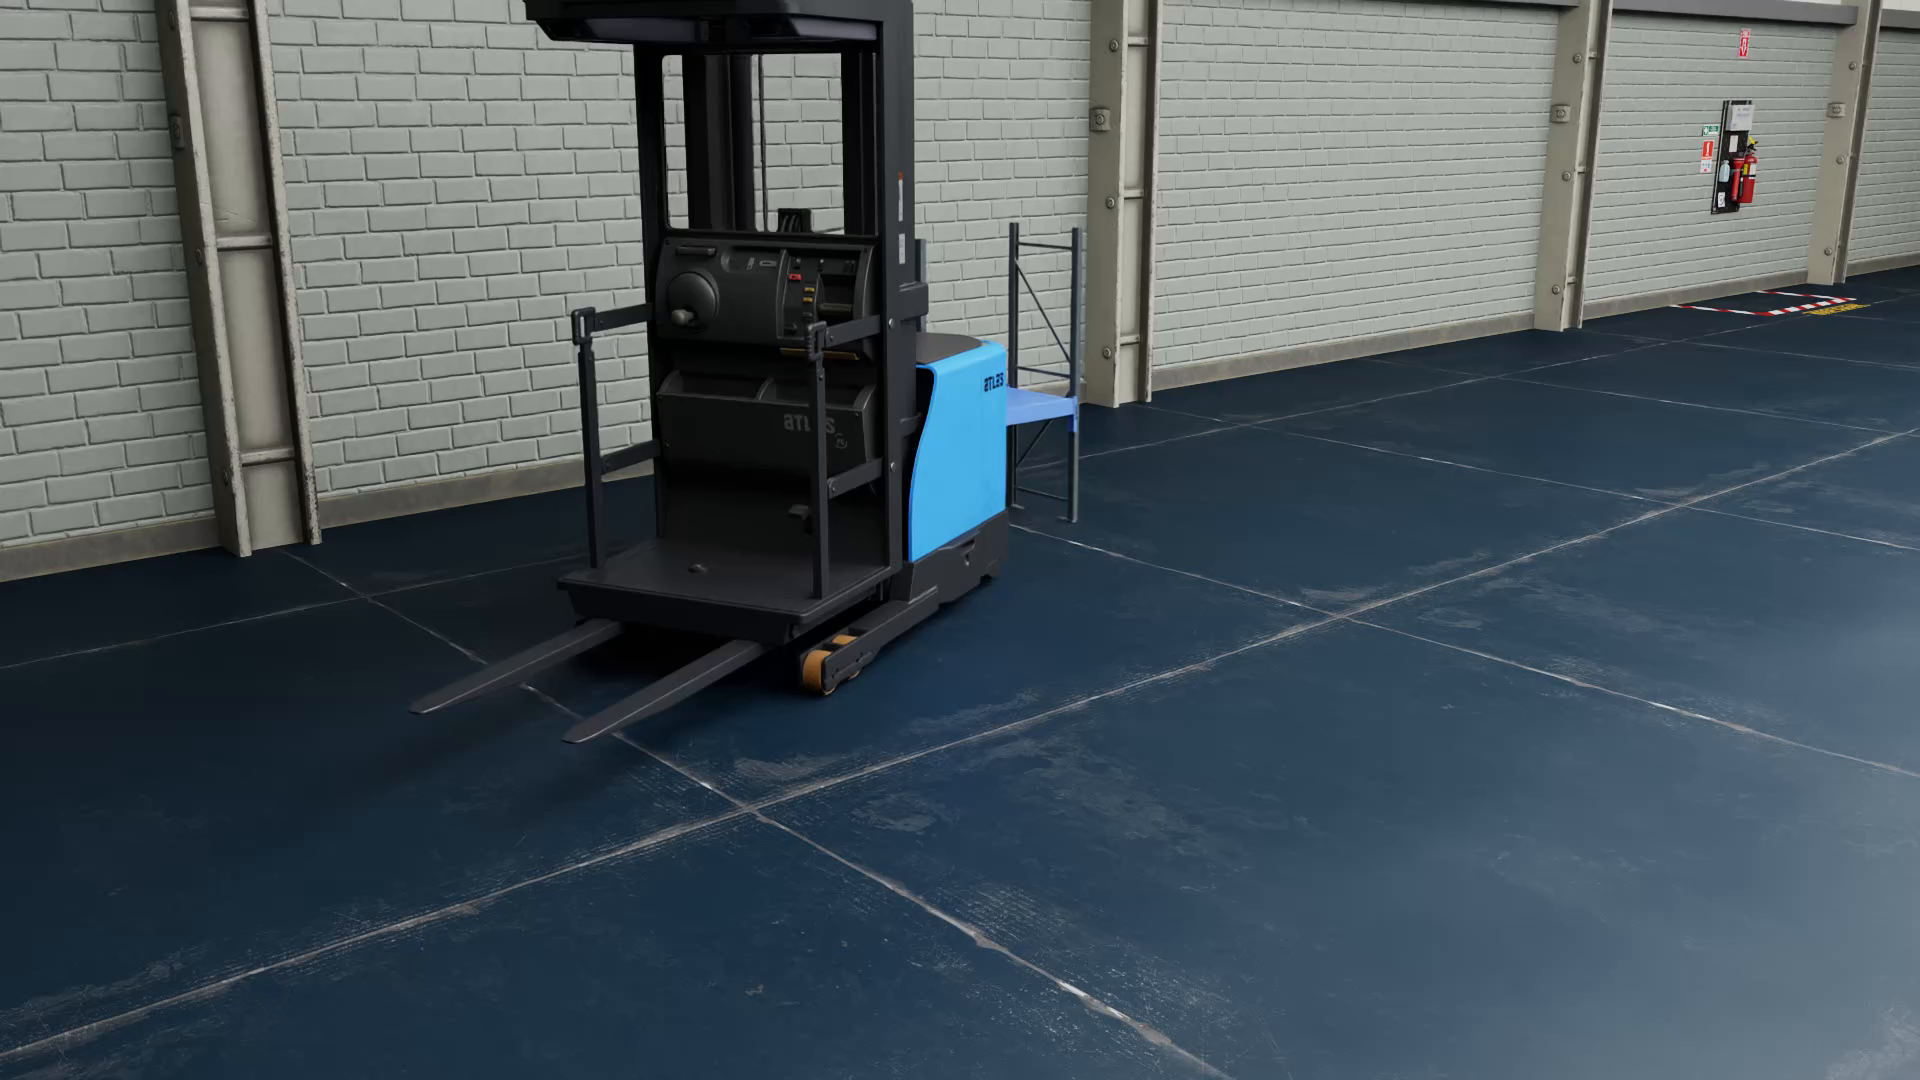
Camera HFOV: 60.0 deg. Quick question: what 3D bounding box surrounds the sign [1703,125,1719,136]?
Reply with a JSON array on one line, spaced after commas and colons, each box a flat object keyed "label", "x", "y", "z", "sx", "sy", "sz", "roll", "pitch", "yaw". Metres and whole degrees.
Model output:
[{"label": "sign", "x": 7.822, "y": -4.268, "z": 17.318, "sx": 0.331, "sy": 0.109, "sz": 0.001, "roll": -13, "pitch": 19, "yaw": -39}]

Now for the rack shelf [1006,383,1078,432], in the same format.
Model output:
[{"label": "rack shelf", "x": 0.048, "y": -0.603, "z": 8.299, "sx": 1.000, "sy": 0.185, "sz": 0.538, "roll": -13, "pitch": 20, "yaw": -40}]

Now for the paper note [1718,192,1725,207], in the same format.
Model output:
[{"label": "paper note", "x": 8.119, "y": -3.627, "z": 17.722, "sx": 0.142, "sy": 0.148, "sz": 0.016, "roll": -13, "pitch": 19, "yaw": -39}]

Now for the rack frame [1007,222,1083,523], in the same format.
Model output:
[{"label": "rack frame", "x": 0.430, "y": -0.864, "z": 8.577, "sx": 0.032, "sy": 1.500, "sz": 0.500, "roll": -13, "pitch": 20, "yaw": -40}]

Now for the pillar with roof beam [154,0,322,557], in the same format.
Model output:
[{"label": "pillar with roof beam", "x": -0.566, "y": -3.491, "z": 3.882, "sx": 0.400, "sy": 9.000, "sz": 9.100, "roll": -13, "pitch": 19, "yaw": -39}]

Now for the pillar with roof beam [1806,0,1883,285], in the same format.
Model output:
[{"label": "pillar with roof beam", "x": 13.013, "y": -6.540, "z": 15.298, "sx": 0.400, "sy": 9.000, "sz": 9.100, "roll": -13, "pitch": 19, "yaw": -39}]

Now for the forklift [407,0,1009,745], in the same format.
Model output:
[{"label": "forklift", "x": -0.847, "y": -0.973, "z": 6.213, "sx": 1.130, "sy": 2.935, "sz": 3.031, "roll": 7, "pitch": 16, "yaw": 23}]

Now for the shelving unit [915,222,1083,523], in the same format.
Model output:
[{"label": "shelving unit", "x": 0.048, "y": -0.777, "z": 8.253, "sx": 1.048, "sy": 1.500, "sz": 0.538, "roll": -13, "pitch": 20, "yaw": -40}]

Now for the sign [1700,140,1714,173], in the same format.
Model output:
[{"label": "sign", "x": 7.813, "y": -4.012, "z": 17.390, "sx": 0.234, "sy": 0.329, "sz": 0.001, "roll": -13, "pitch": 19, "yaw": -39}]

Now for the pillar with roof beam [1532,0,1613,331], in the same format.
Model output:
[{"label": "pillar with roof beam", "x": 8.486, "y": -5.524, "z": 11.492, "sx": 0.400, "sy": 9.000, "sz": 9.100, "roll": -13, "pitch": 19, "yaw": -39}]

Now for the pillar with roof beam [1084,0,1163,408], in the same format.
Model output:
[{"label": "pillar with roof beam", "x": 3.960, "y": -4.507, "z": 7.687, "sx": 0.400, "sy": 9.000, "sz": 9.100, "roll": -13, "pitch": 19, "yaw": -39}]

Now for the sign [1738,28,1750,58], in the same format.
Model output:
[{"label": "sign", "x": 8.226, "y": -5.207, "z": 17.438, "sx": 0.199, "sy": 0.298, "sz": 0.001, "roll": -13, "pitch": 19, "yaw": -39}]

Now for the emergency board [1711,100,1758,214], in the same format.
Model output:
[{"label": "emergency board", "x": 8.298, "y": -4.069, "z": 17.670, "sx": 0.643, "sy": 1.169, "sz": 0.194, "roll": -13, "pitch": 19, "yaw": -39}]

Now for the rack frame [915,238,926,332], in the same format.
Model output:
[{"label": "rack frame", "x": -0.333, "y": -0.690, "z": 7.928, "sx": 0.032, "sy": 1.500, "sz": 0.500, "roll": -13, "pitch": 20, "yaw": -40}]
